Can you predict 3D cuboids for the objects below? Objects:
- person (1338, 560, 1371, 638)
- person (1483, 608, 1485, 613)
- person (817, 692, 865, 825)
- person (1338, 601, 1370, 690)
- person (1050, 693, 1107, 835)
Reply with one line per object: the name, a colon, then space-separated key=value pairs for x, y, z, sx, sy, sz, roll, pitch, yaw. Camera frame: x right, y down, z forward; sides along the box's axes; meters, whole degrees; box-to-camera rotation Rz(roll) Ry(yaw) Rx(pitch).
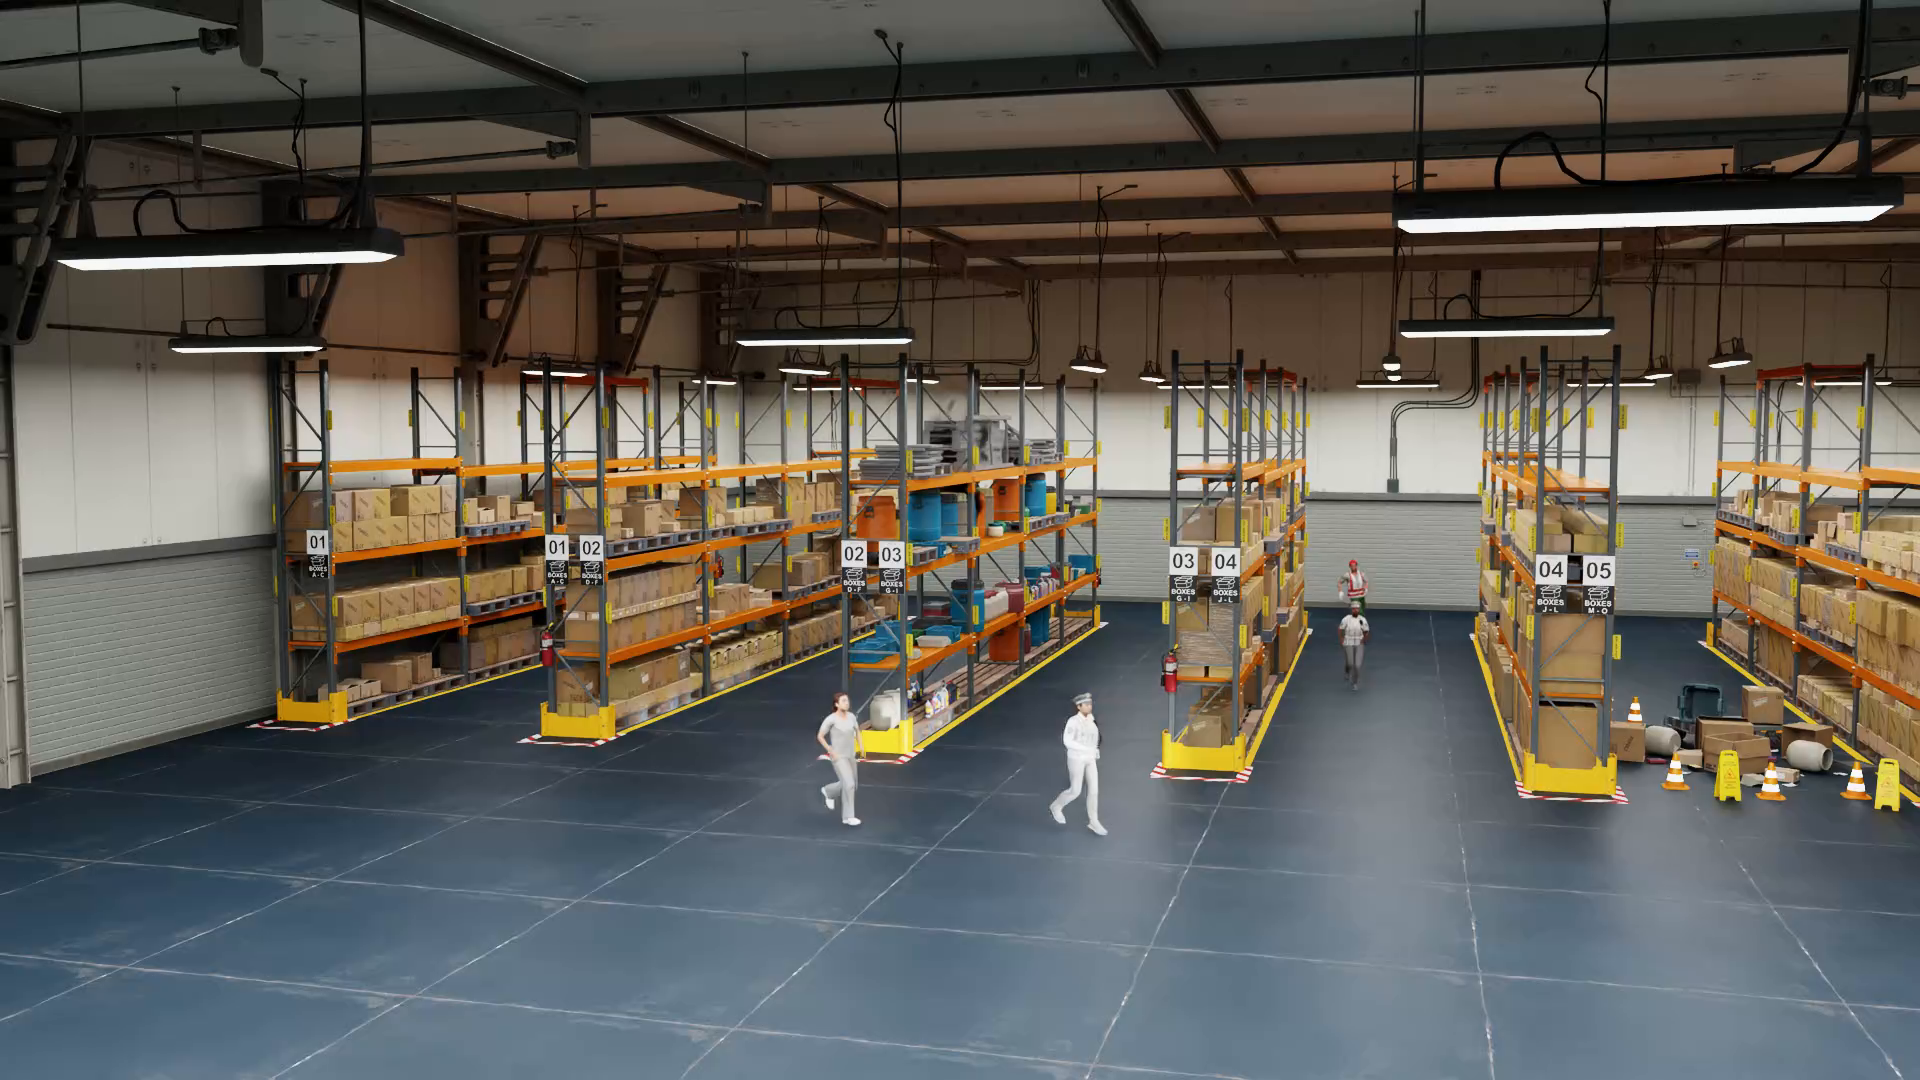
person: x=9.154 y=1.333 z=38.386 sx=0.723 sy=1.766 sz=0.920 roll=-1 pitch=4 yaw=-14
person: x=12.531 y=1.376 z=39.306 sx=0.528 sy=1.580 sz=0.638 roll=4 pitch=5 yaw=41
person: x=-1.503 y=2.693 z=20.691 sx=0.600 sy=1.632 sz=0.769 roll=-4 pitch=6 yaw=-44
person: x=7.335 y=1.957 z=30.948 sx=0.575 sy=1.657 sz=0.559 roll=1 pitch=4 yaw=7
person: x=1.473 y=2.701 z=20.291 sx=0.615 sy=1.715 sz=0.783 roll=-4 pitch=6 yaw=-44
